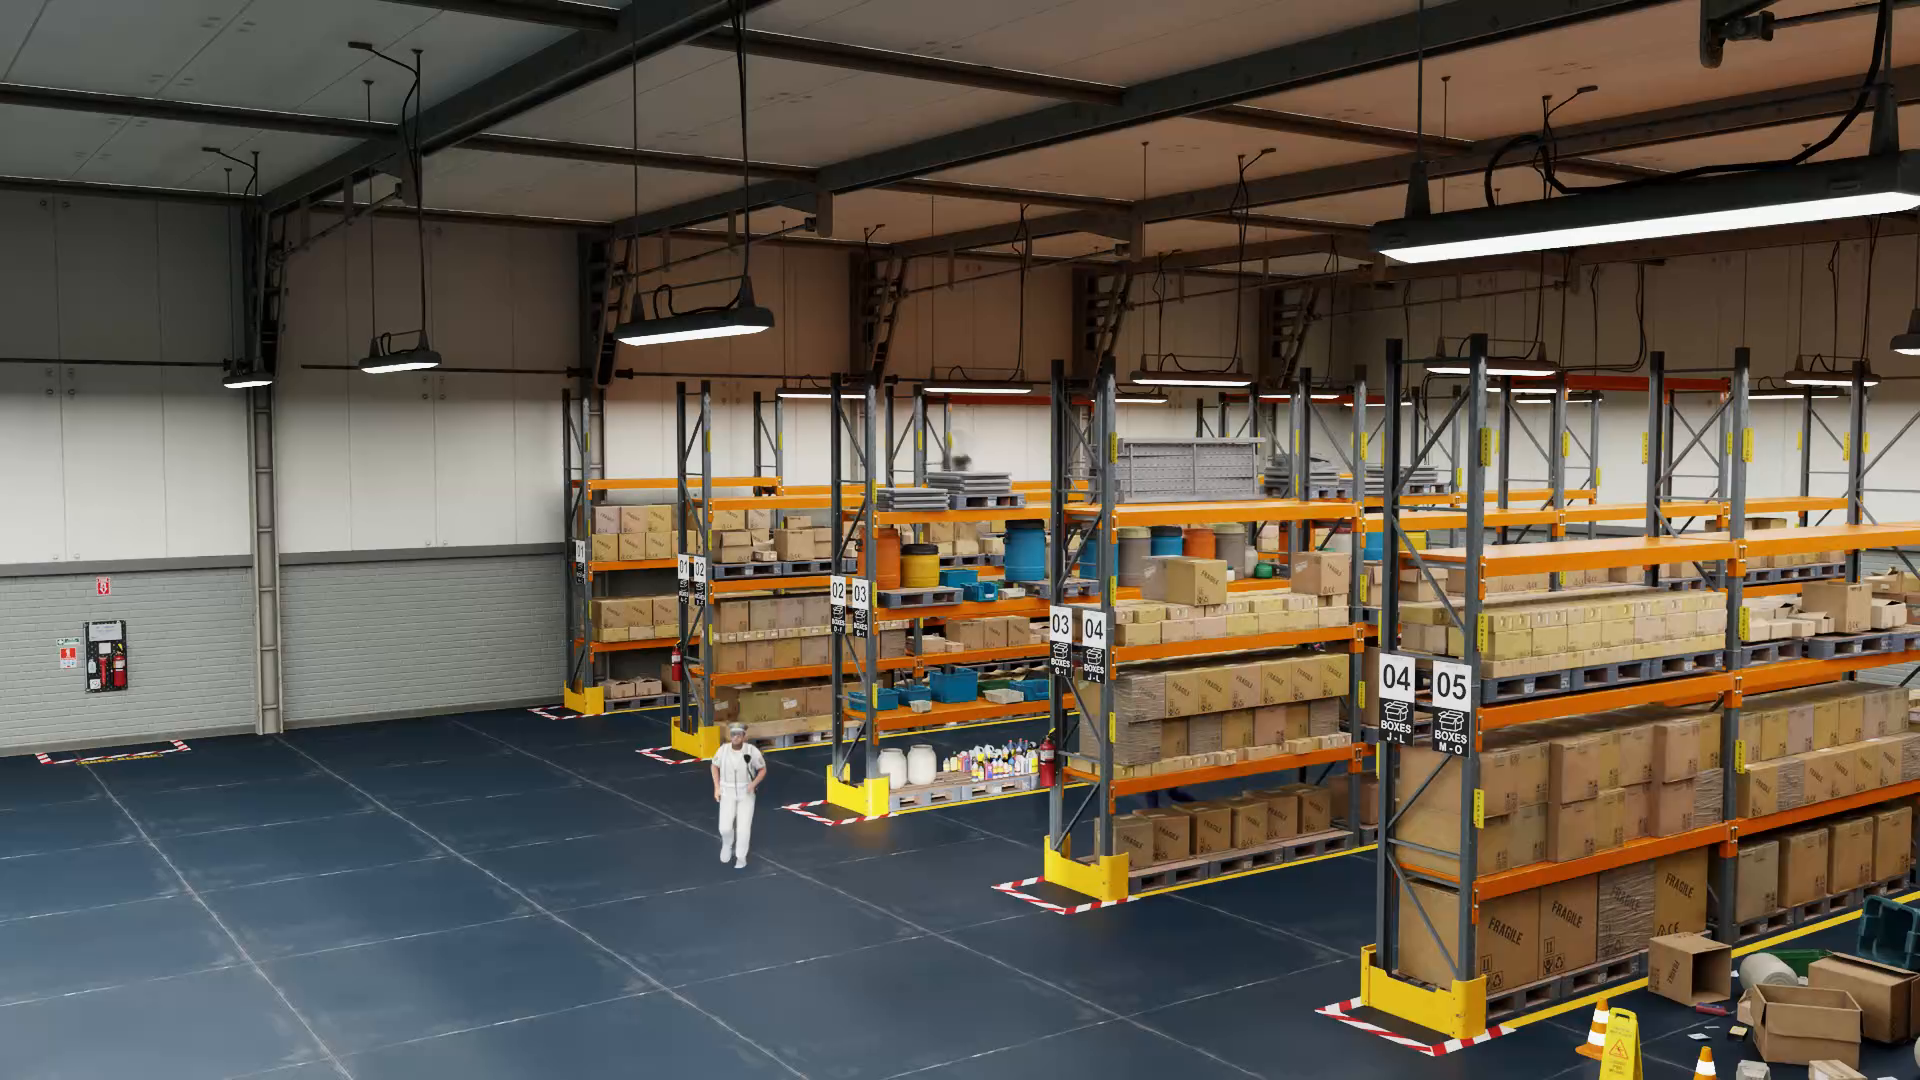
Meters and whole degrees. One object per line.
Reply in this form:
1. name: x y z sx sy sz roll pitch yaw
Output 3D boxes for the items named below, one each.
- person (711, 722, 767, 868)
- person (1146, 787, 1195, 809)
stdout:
1. person: -2.632 3.025 19.748 0.671 1.750 0.591 0 4 -3
2. person: 2.721 2.945 21.900 0.862 1.618 0.619 -3 5 -42
